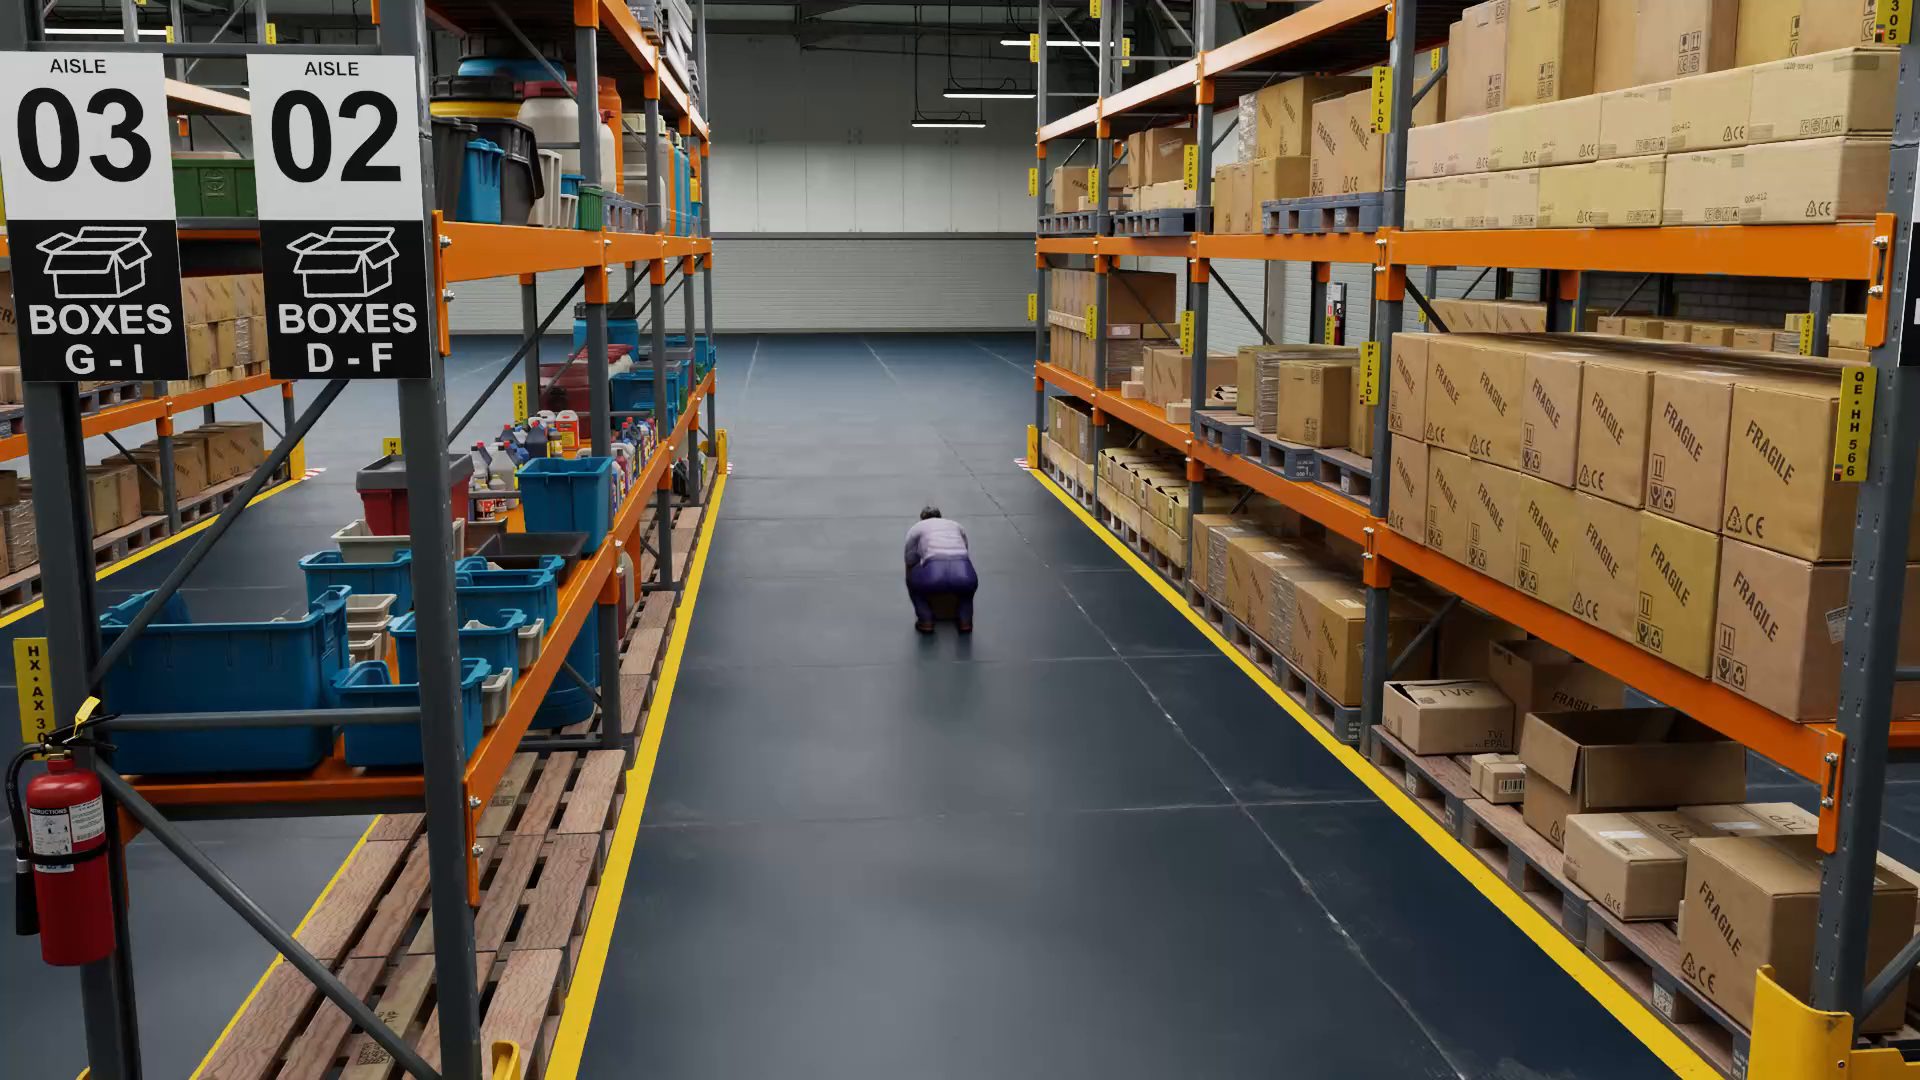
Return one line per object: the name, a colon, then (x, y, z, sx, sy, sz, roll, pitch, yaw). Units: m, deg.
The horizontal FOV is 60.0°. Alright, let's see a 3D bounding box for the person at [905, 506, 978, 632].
person: (-0.130, 0.220, 12.073, 0.522, 0.830, 0.824, -1, 10, -6)
